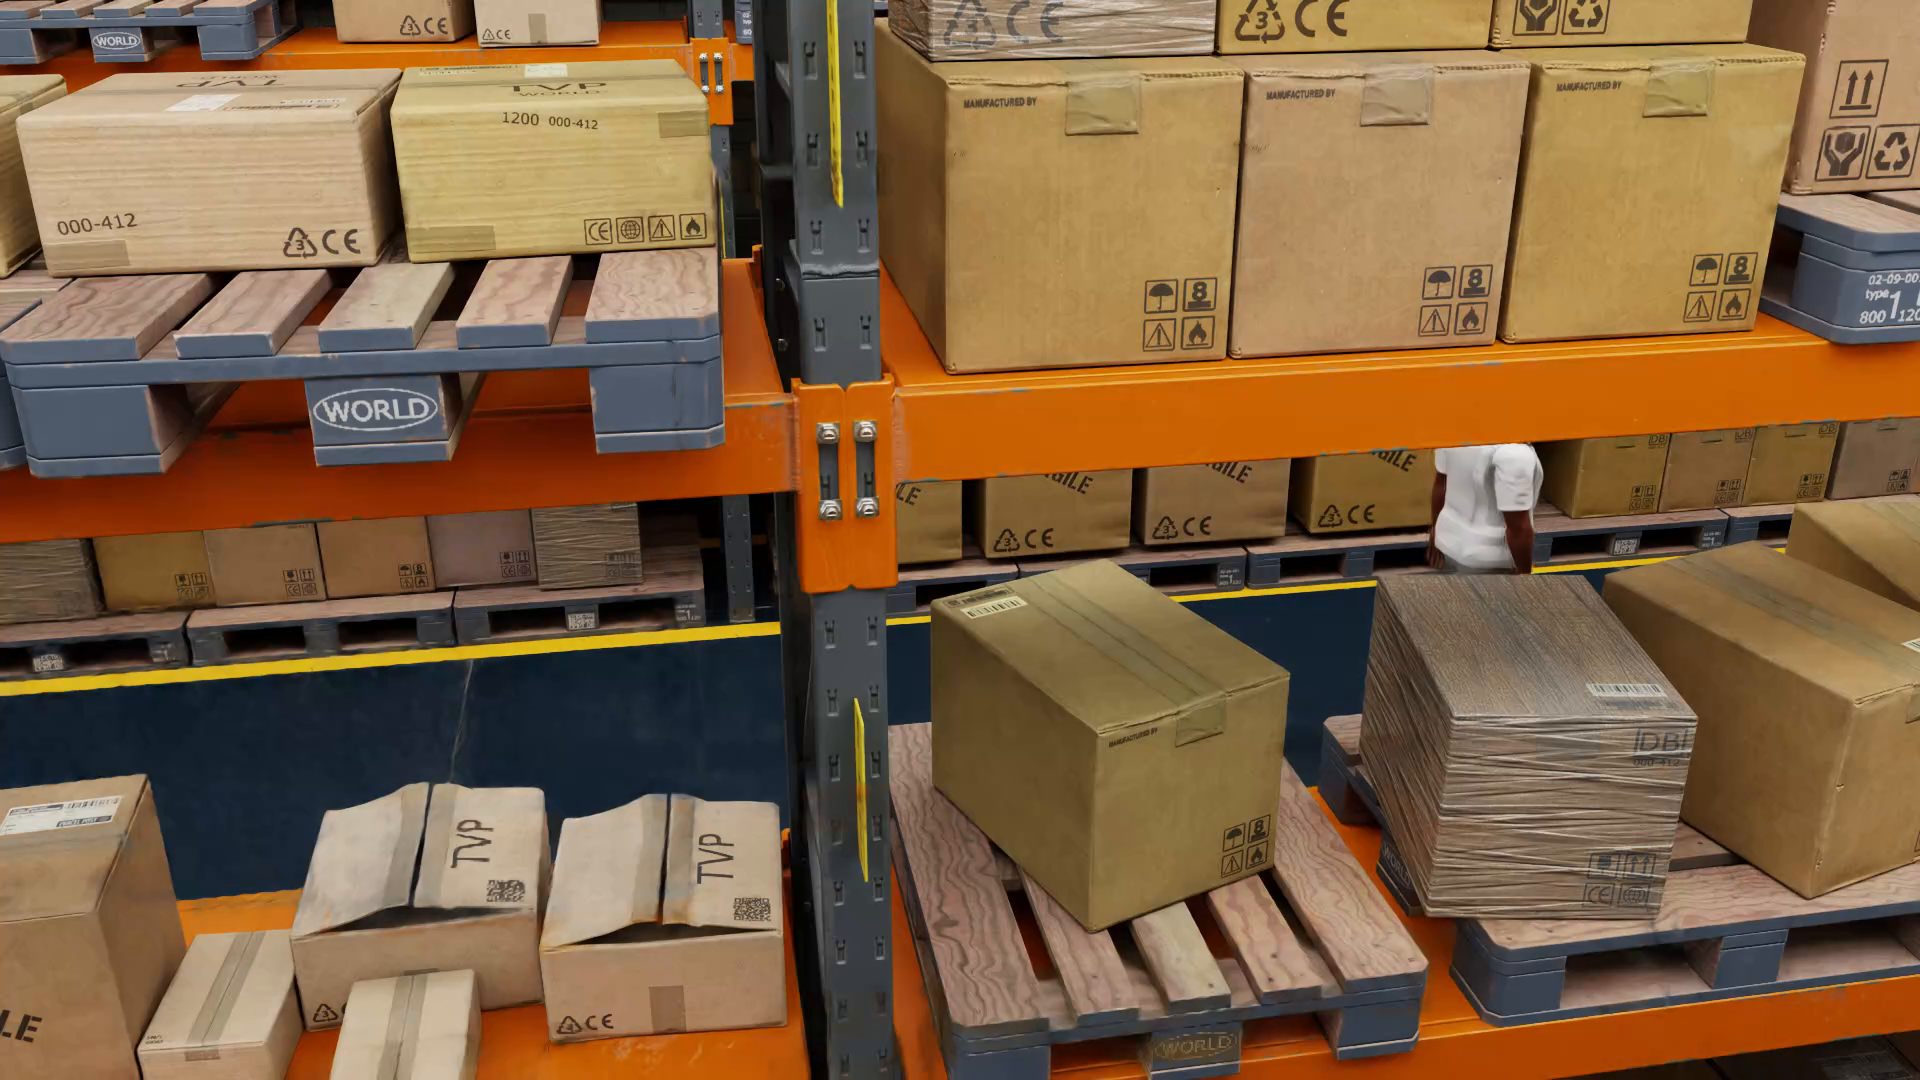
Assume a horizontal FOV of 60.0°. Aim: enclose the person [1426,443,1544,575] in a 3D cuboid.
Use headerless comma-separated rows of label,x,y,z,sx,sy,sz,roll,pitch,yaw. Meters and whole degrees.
person,2.208,0.064,6.890,0.468,1.794,0.599,-5,24,-12
